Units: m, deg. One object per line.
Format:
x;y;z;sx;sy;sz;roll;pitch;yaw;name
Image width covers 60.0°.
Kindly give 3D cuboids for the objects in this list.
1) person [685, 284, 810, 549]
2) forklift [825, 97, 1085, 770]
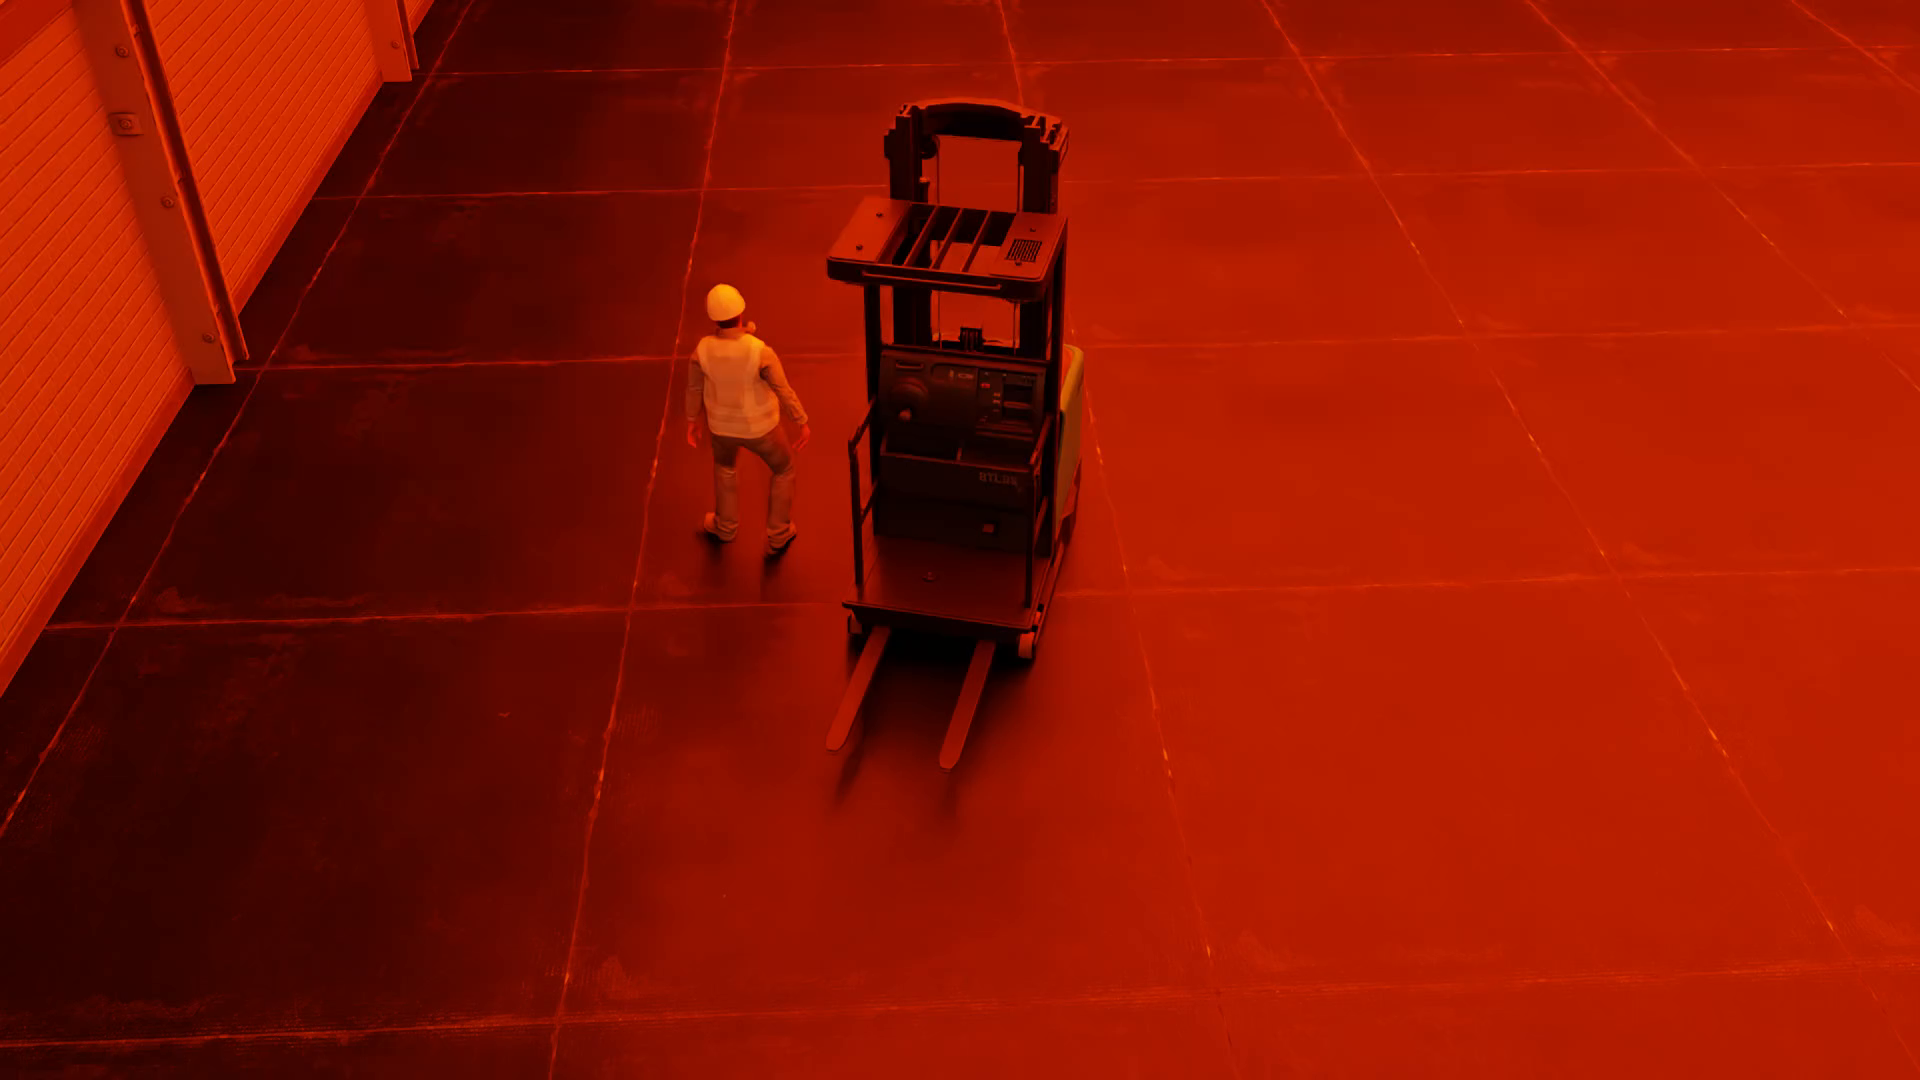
-1.266;-0.727;9.986;0.764;1.732;0.393;9;37;13;person
-0.037;-0.743;9.031;1.130;2.935;3.031;8;37;10;forklift
